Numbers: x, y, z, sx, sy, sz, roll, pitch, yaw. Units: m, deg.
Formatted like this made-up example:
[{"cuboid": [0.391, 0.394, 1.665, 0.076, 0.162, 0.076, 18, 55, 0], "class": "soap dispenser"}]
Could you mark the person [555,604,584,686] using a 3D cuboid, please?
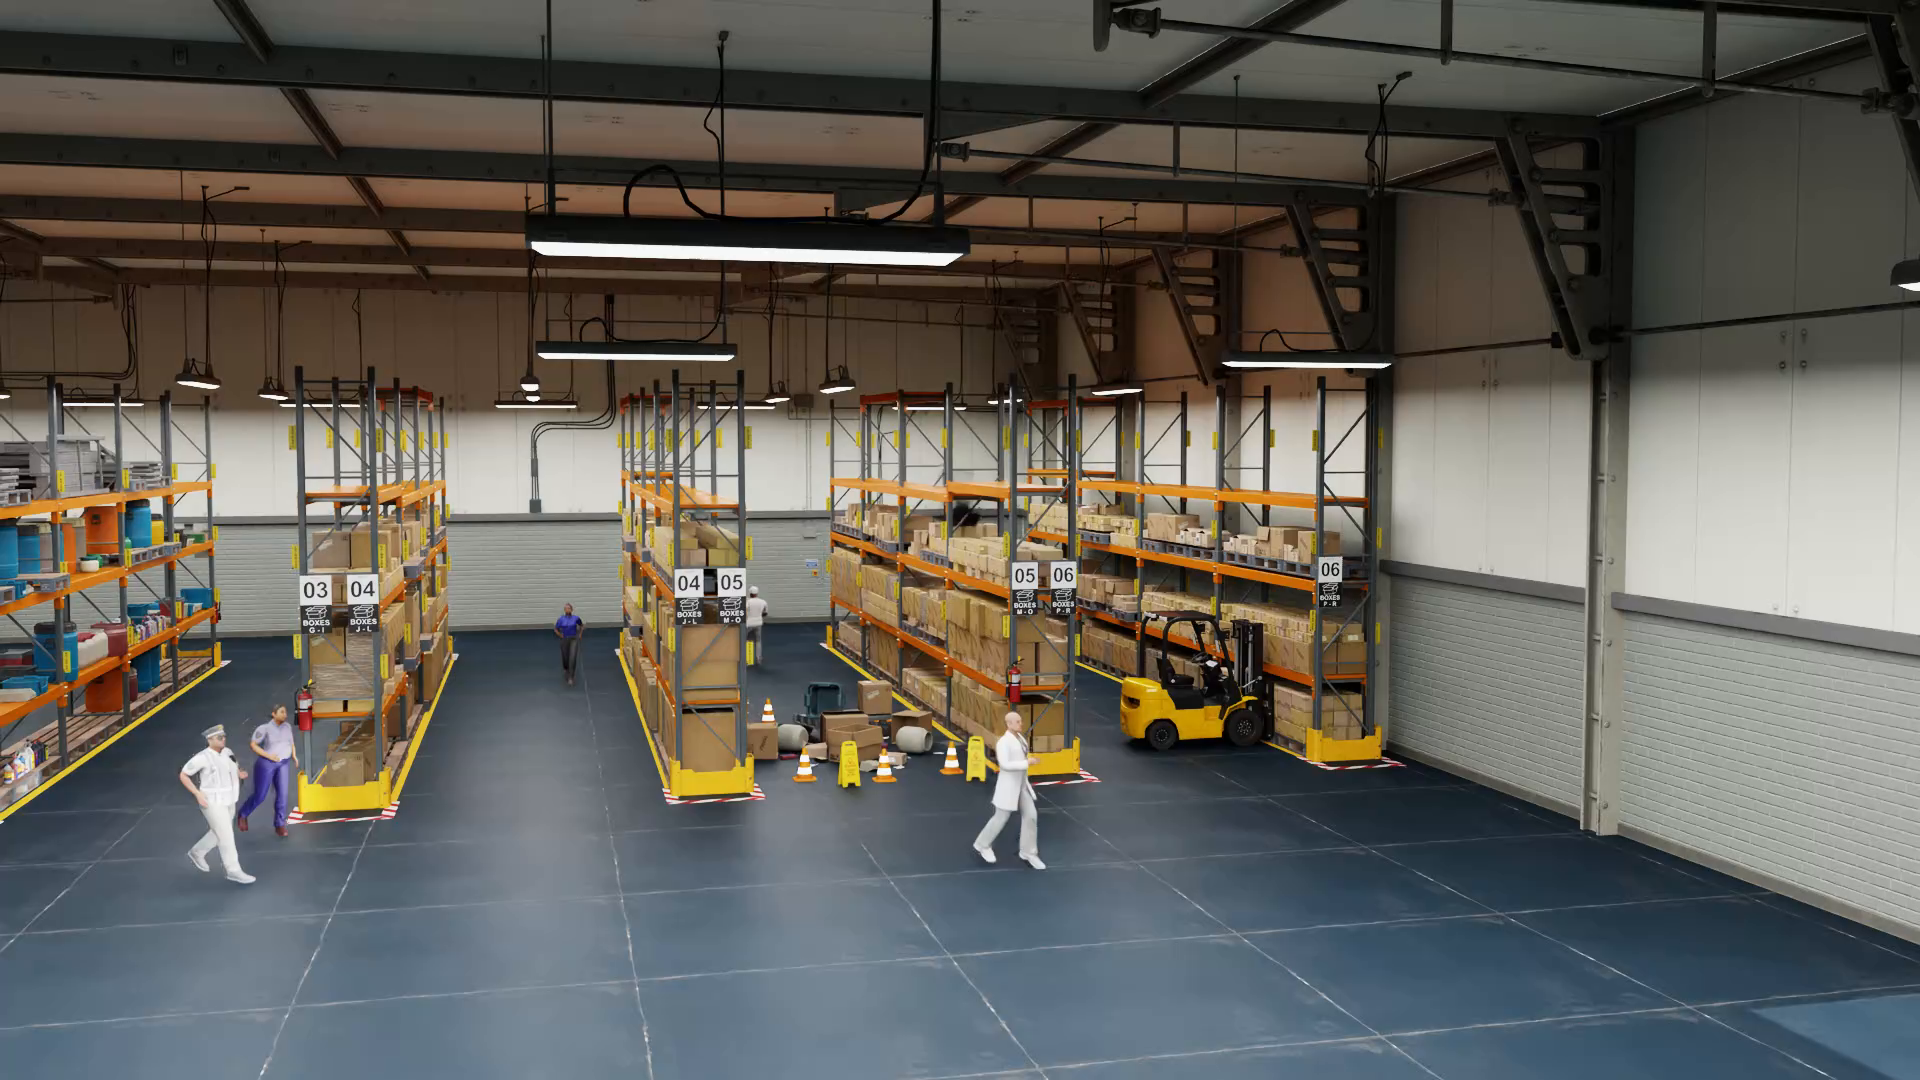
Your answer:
[{"cuboid": [-8.074, 2.145, 34.370, 0.592, 1.650, 0.901, -1, 3, -13], "class": "person"}]

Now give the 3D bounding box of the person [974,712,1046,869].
[{"cuboid": [0.573, 2.936, 19.543, 0.898, 1.846, 0.705, 2, 4, 31], "class": "person"}]

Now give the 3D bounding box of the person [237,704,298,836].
[{"cuboid": [-8.749, 2.907, 21.248, 0.880, 1.624, 0.695, 2, 4, 35], "class": "person"}]

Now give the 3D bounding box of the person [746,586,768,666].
[{"cuboid": [-4.600, 1.928, 36.890, 0.684, 1.816, 0.731, -1, 4, -21], "class": "person"}]

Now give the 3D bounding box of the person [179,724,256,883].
[{"cuboid": [-8.418, 2.969, 18.871, 0.990, 1.761, 0.663, 1, 4, 14], "class": "person"}]
